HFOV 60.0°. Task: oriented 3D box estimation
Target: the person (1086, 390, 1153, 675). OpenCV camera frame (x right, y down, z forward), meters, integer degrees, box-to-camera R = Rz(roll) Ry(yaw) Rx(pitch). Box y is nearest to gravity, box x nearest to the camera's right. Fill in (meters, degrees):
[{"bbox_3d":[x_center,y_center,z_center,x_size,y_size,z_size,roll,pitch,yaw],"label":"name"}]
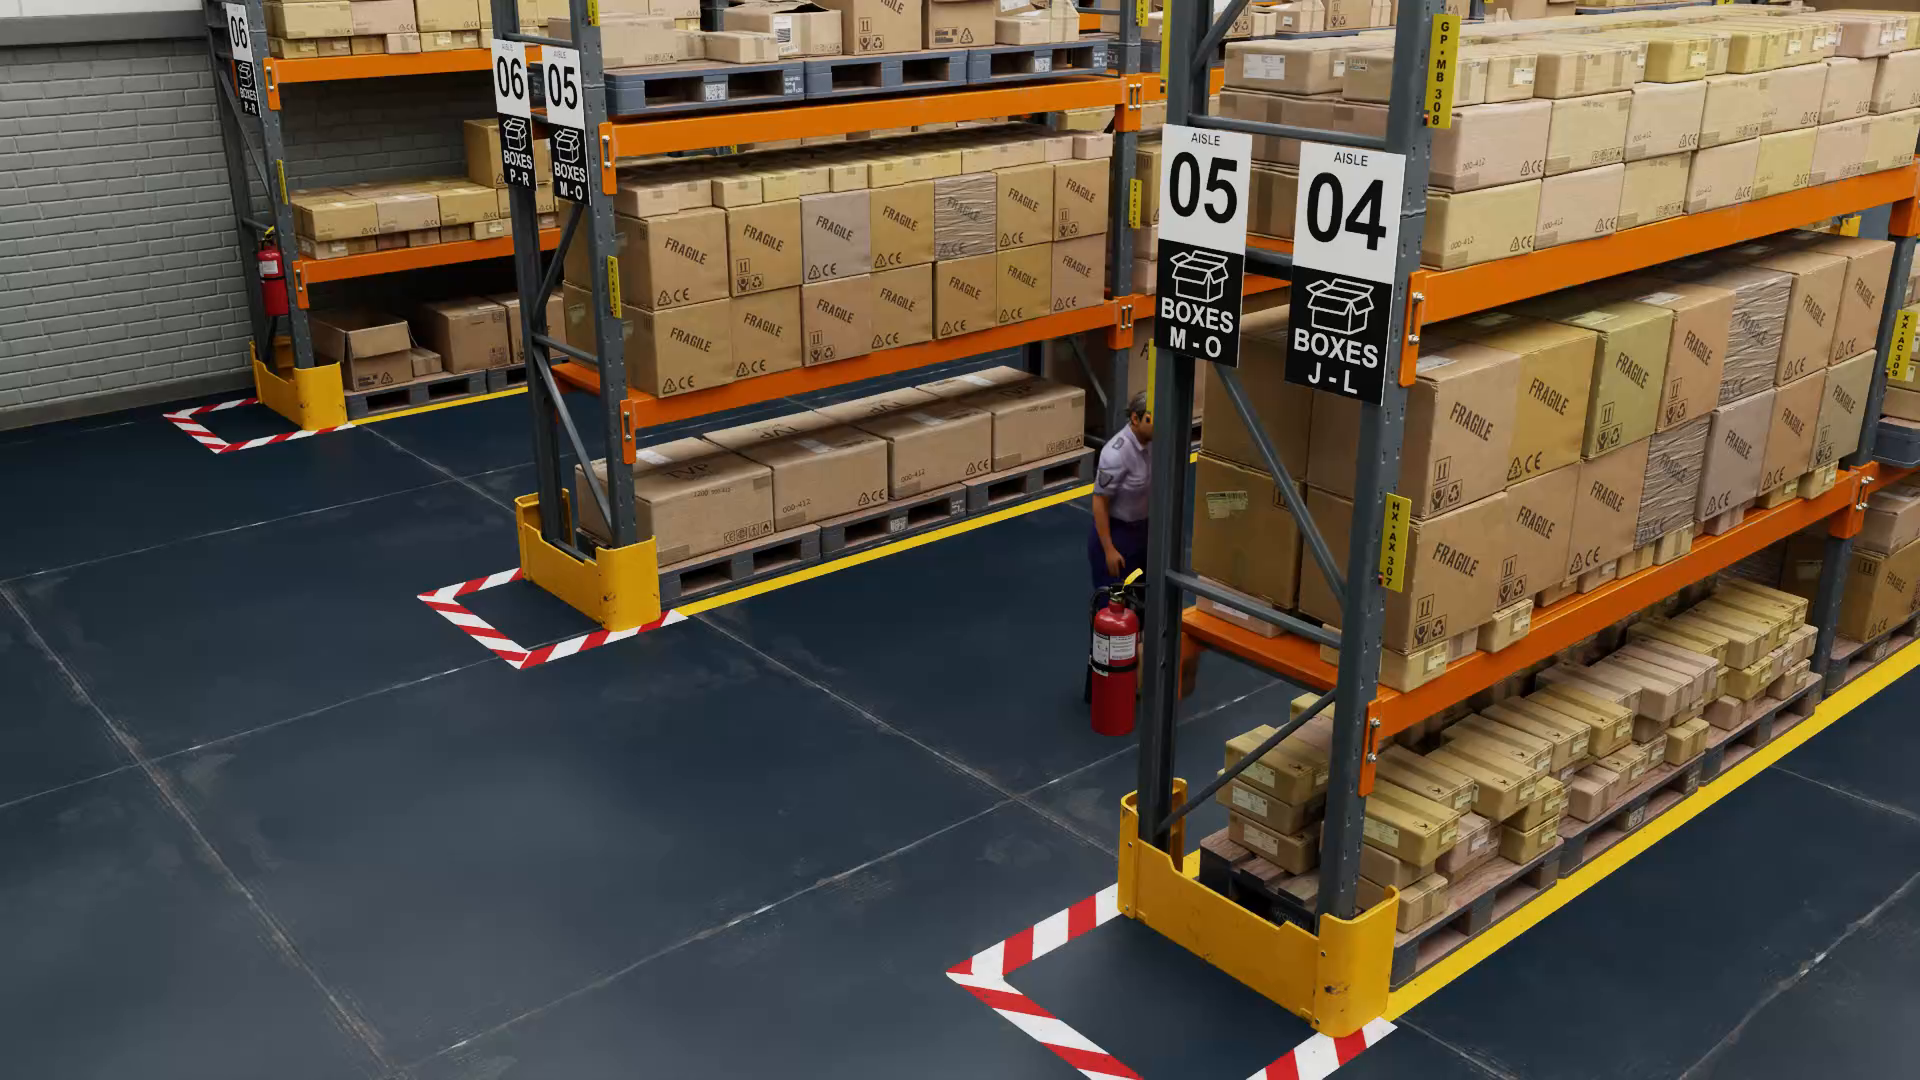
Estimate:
[{"bbox_3d":[0.893,0.027,8.521,0.535,1.653,0.422,-18,28,-39],"label":"person"}]
